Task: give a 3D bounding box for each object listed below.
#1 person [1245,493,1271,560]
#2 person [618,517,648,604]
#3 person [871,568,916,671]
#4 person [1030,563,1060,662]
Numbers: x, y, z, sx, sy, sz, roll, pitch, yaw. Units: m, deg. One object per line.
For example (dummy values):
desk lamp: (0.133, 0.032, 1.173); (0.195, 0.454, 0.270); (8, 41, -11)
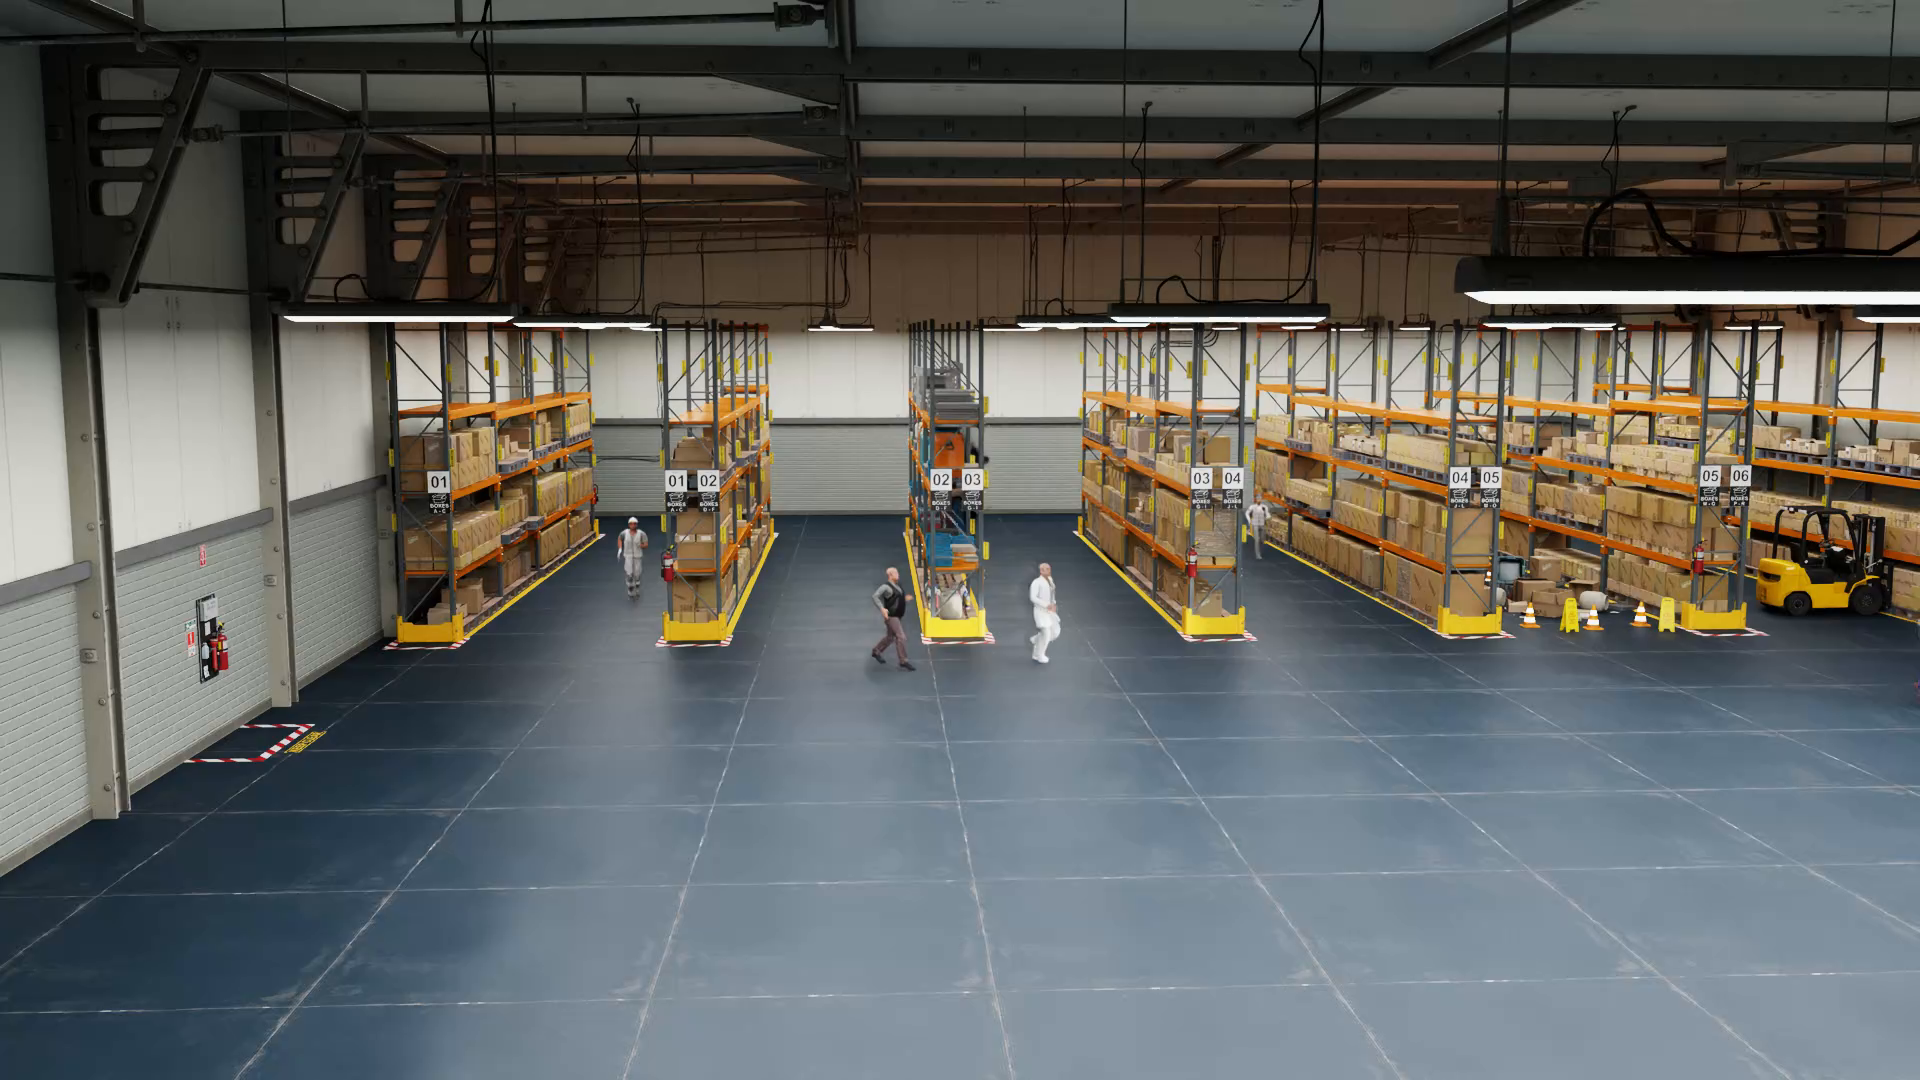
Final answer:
person: (7.625, -0.364, 42.513); (0.624, 1.669, 0.856); (0, 7, -2)
person: (-7.020, 0.421, 35.739); (0.643, 1.844, 0.876); (-2, 7, -14)
person: (-1.145, 1.338, 28.479); (0.917, 1.735, 0.635); (3, 8, 21)
person: (1.487, 1.266, 29.199); (0.649, 1.738, 0.748); (5, 9, 34)
